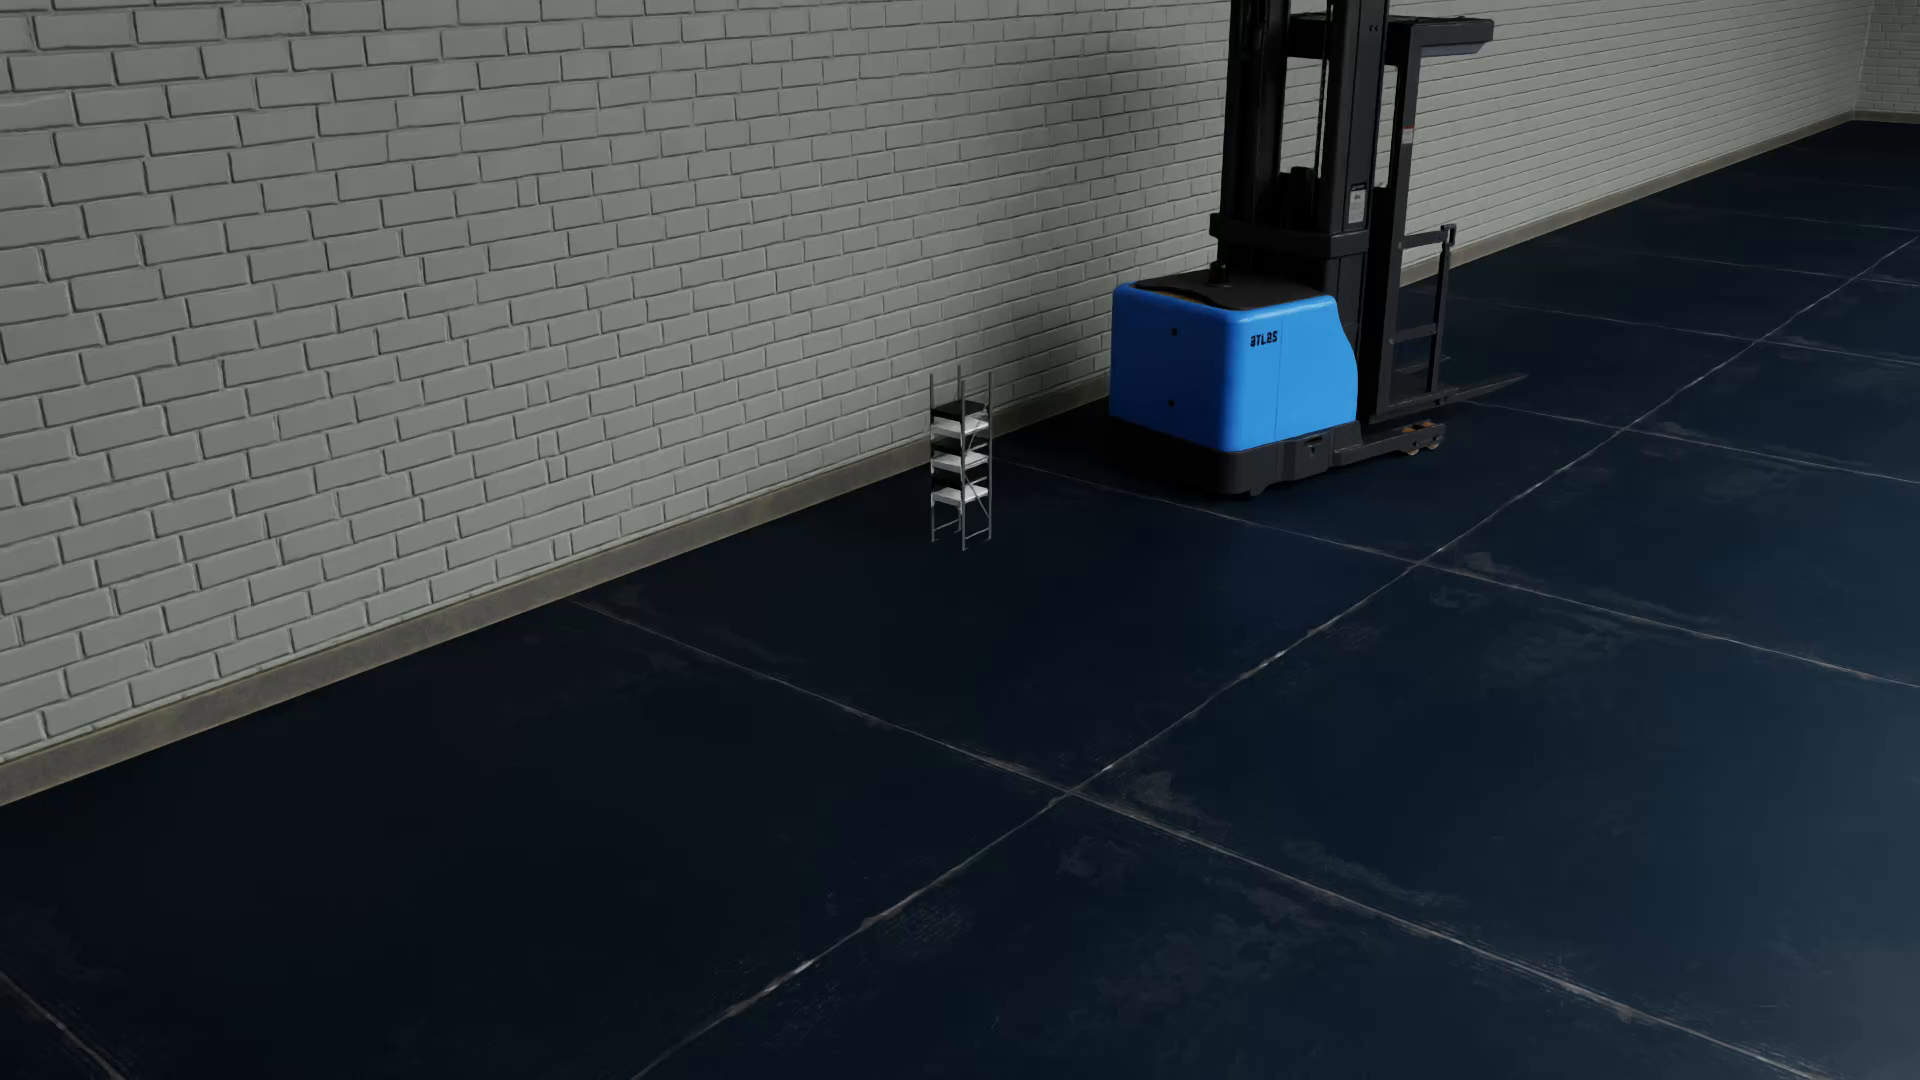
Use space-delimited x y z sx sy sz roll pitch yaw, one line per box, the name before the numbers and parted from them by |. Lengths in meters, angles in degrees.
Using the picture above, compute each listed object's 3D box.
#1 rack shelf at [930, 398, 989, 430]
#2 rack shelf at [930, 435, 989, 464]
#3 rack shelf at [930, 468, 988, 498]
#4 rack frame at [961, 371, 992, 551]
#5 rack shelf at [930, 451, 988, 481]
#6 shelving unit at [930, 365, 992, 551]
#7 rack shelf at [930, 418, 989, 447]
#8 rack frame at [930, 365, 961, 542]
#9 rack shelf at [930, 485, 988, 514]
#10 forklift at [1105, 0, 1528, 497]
rack shelf | 0.006 -0.641 8.421 0.200 0.077 0.258 16 26 36
rack shelf | 0.006 -0.472 8.485 0.200 0.077 0.258 16 26 36
rack shelf | 0.006 -0.304 8.548 0.200 0.077 0.258 16 26 36
rack frame | 0.085 -0.397 8.444 0.006 0.900 0.240 16 26 36
rack shelf | 0.006 -0.388 8.516 0.200 0.077 0.258 16 26 36
shelving unit | 0.006 -0.419 8.505 0.210 0.900 0.258 16 26 36
rack shelf | 0.006 -0.556 8.453 0.200 0.077 0.258 16 26 36
rack frame | -0.072 -0.442 8.565 0.006 0.900 0.240 16 26 36
rack shelf | 0.006 -0.220 8.580 0.200 0.077 0.258 16 26 36
forklift | 2.332 -2.013 9.851 3.031 2.935 1.130 -15 26 -35
